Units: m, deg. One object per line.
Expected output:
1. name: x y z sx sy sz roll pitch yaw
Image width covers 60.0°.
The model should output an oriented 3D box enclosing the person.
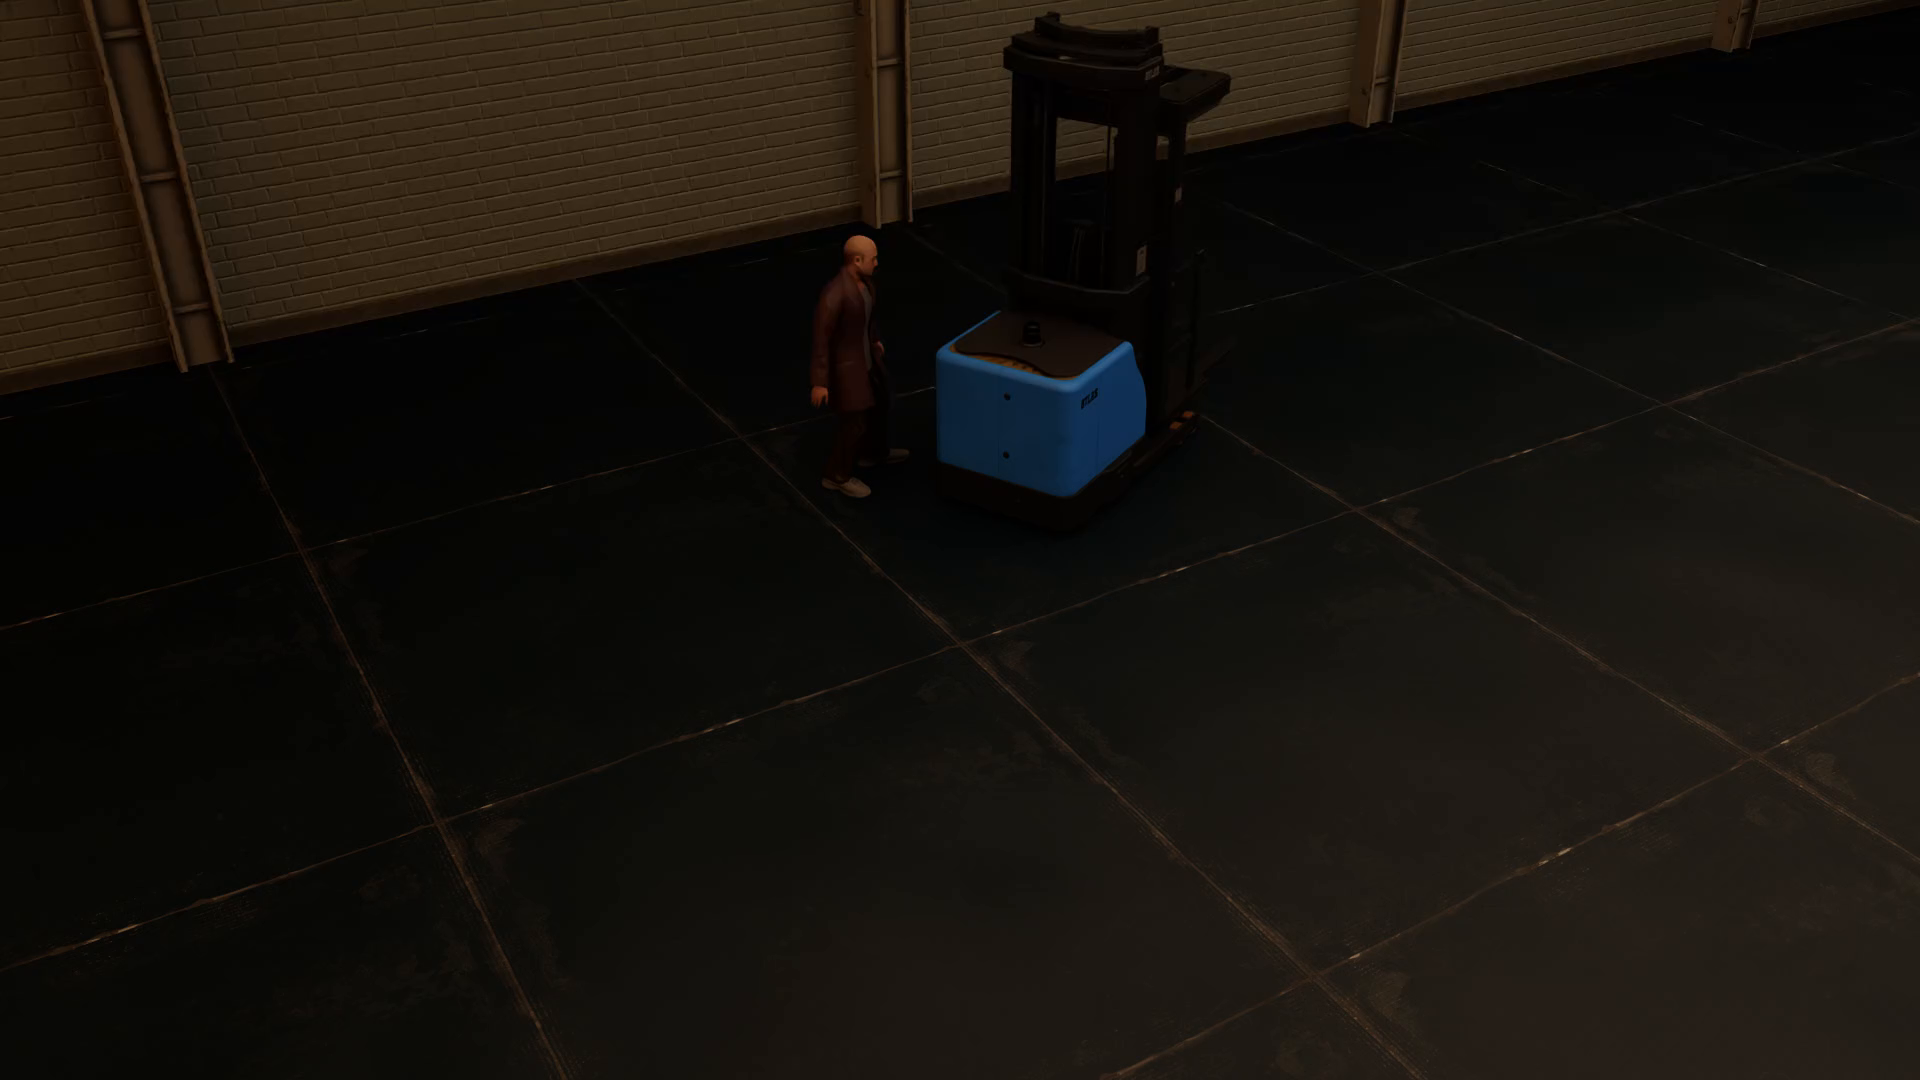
1. person: -0.683 -1.136 10.702 0.423 1.750 0.890 10 32 16

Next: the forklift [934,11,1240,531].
1. forklift: 1.040 -2.033 11.042 1.130 2.935 3.031 18 35 27
